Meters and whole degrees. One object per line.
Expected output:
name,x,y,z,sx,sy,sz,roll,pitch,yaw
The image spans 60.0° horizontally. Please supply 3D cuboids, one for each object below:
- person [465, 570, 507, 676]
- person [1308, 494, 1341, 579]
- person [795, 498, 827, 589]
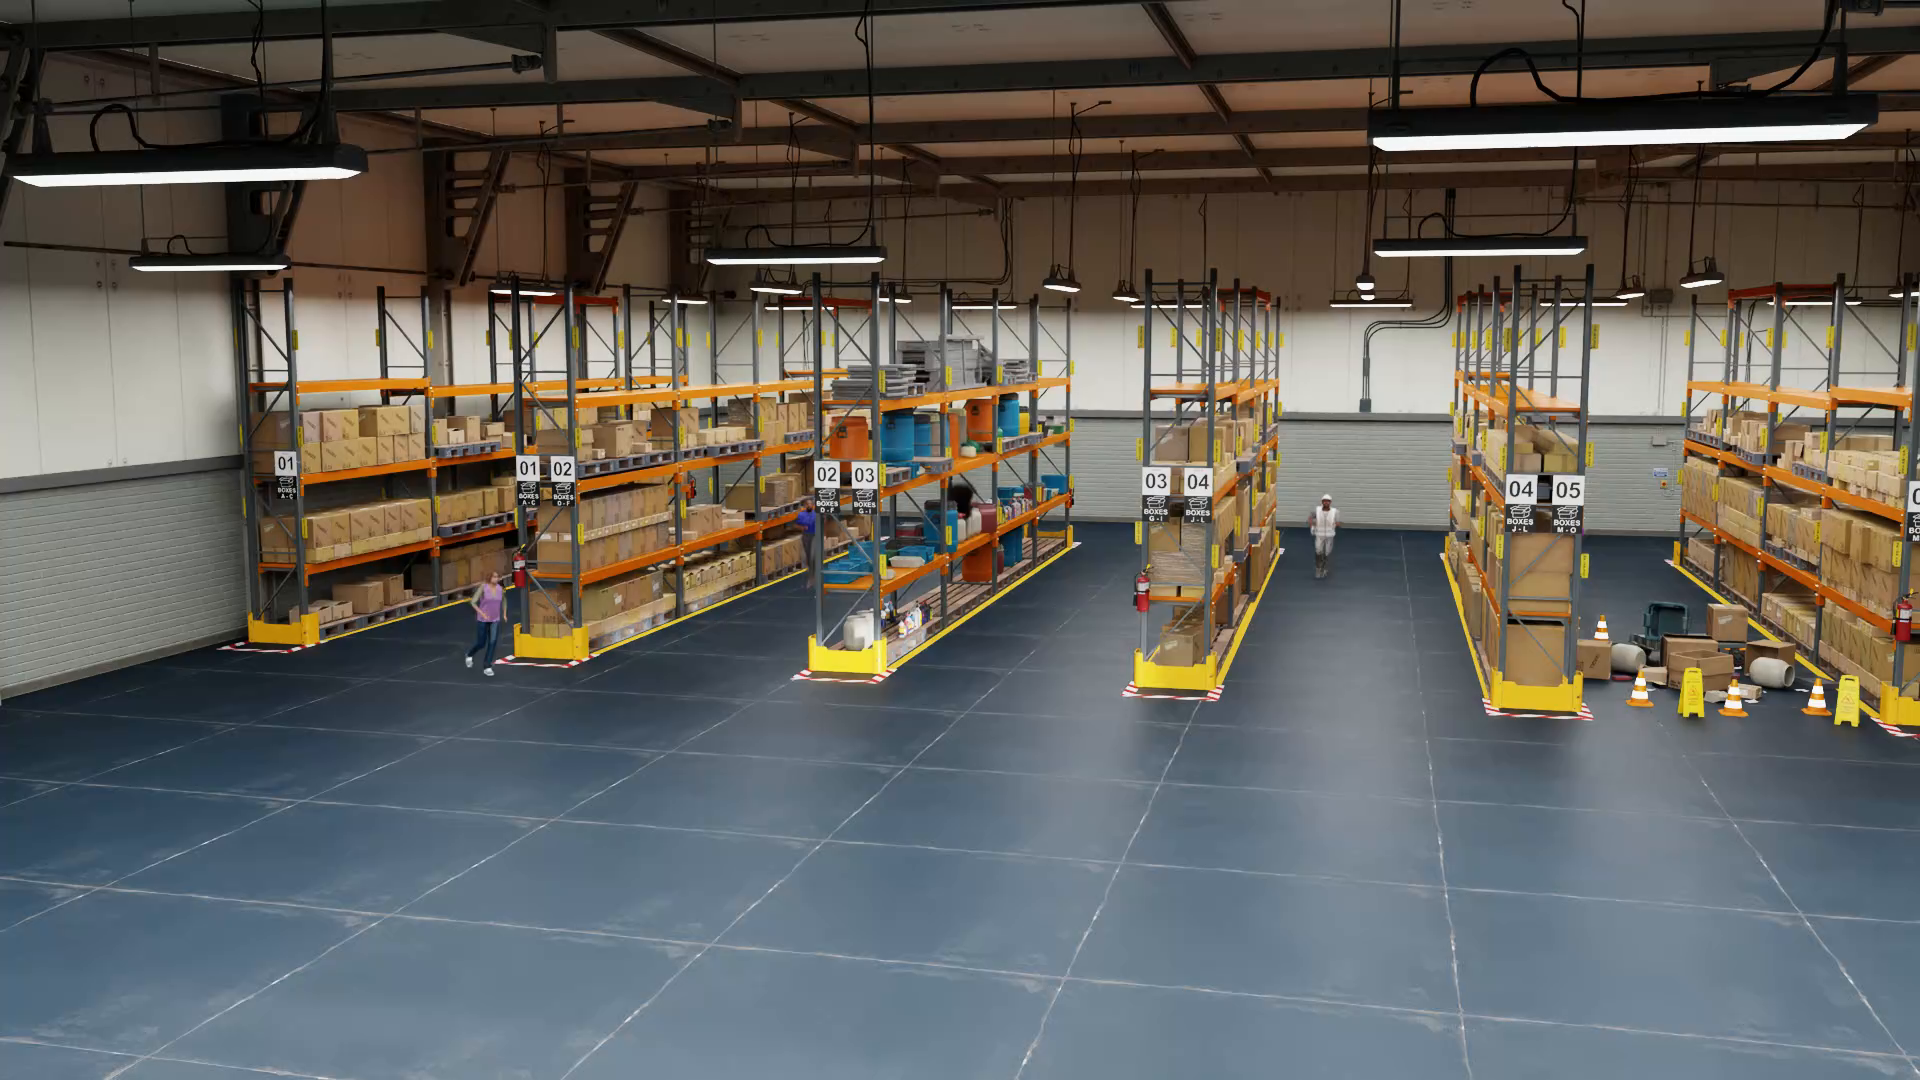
person,-7.109,1.224,25.144,0.587,1.569,0.716,-6,9,-40
person,7.676,-0.066,35.003,0.654,1.793,0.711,1,7,7
person,-2.897,0.039,32.299,0.600,1.724,0.852,0,7,1
